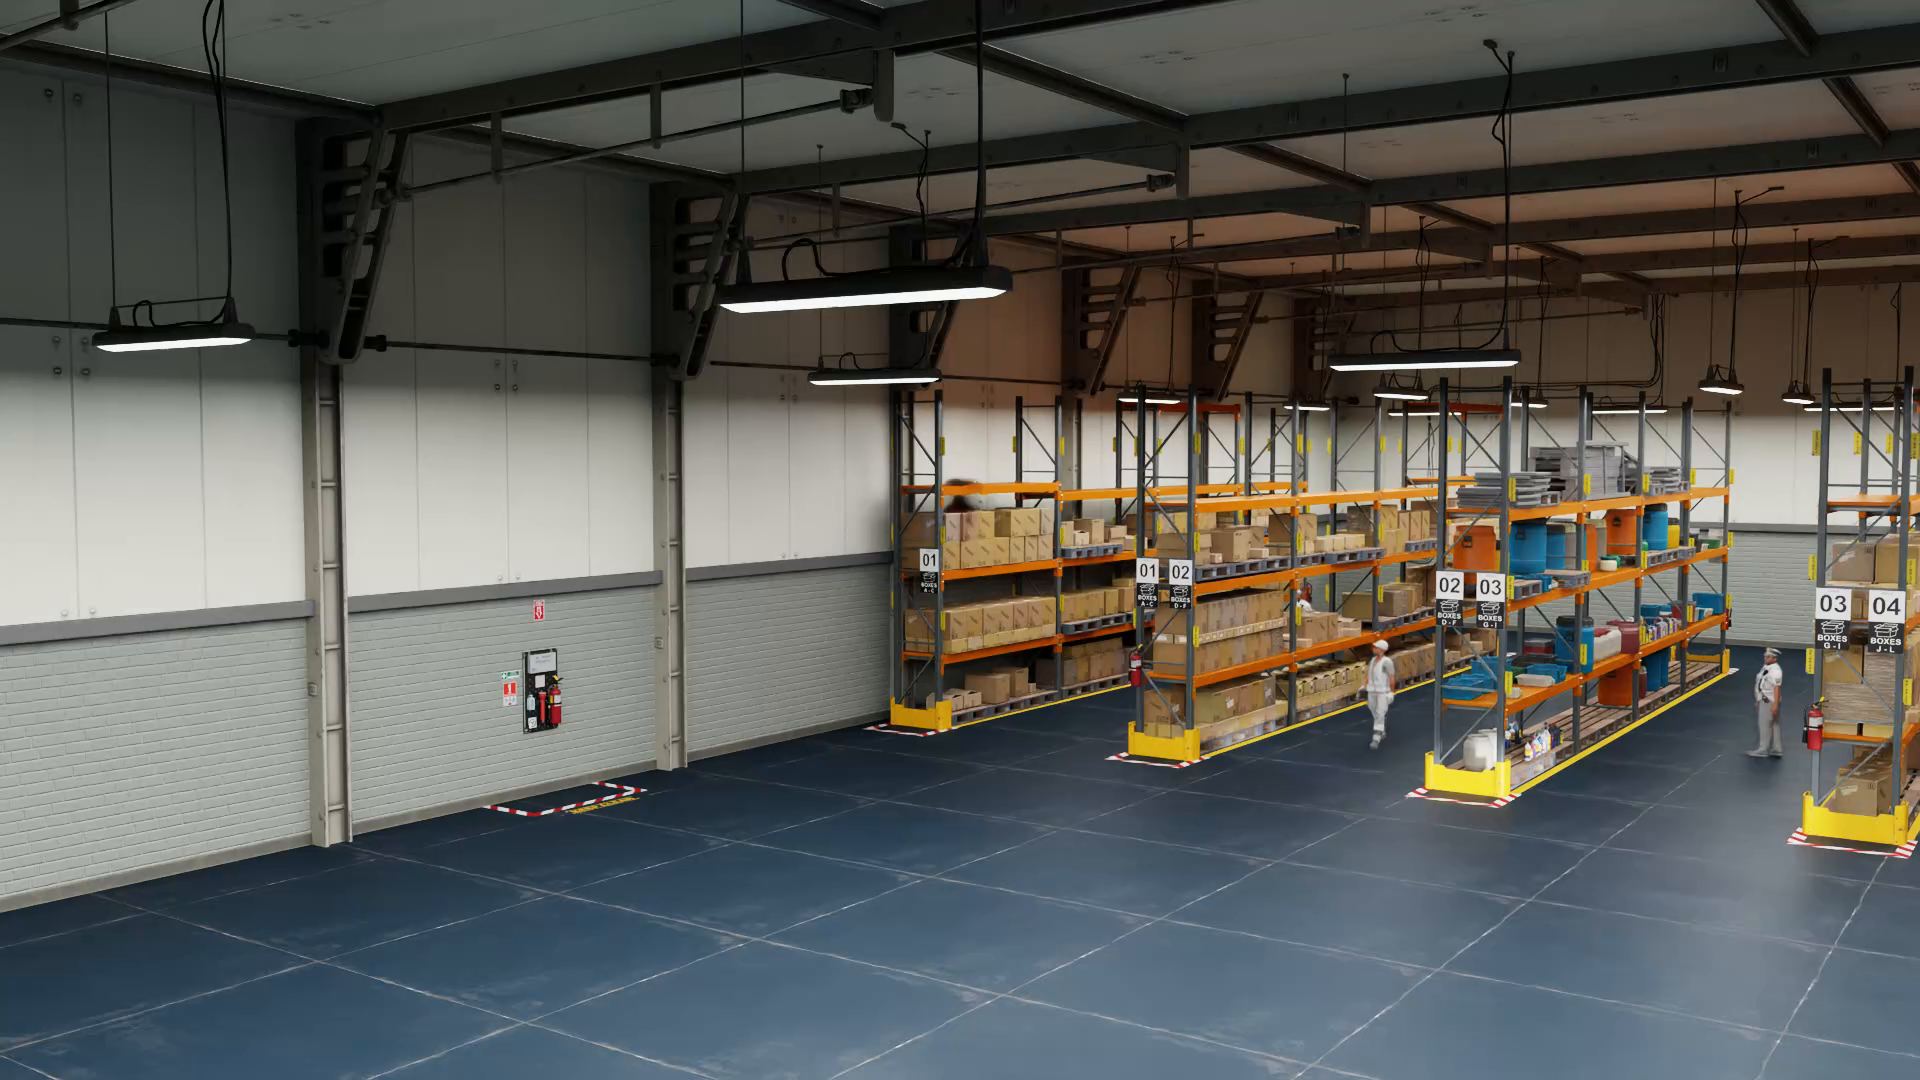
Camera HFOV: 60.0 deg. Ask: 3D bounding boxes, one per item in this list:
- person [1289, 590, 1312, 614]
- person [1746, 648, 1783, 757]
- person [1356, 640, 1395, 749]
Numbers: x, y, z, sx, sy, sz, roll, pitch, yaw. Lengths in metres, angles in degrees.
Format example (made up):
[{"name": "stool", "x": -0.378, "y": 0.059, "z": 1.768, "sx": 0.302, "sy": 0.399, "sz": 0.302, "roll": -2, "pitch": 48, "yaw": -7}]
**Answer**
[{"name": "person", "x": 7.892, "y": 1.973, "z": 38.766, "sx": 0.631, "sy": 1.620, "sz": 1.028, "roll": 2, "pitch": 4, "yaw": 37}, {"name": "person", "x": 13.021, "y": 2.605, "z": 26.856, "sx": 0.524, "sy": 1.763, "sz": 0.537, "roll": 2, "pitch": 4, "yaw": 30}, {"name": "person", "x": 6.953, "y": 2.546, "z": 27.805, "sx": 0.661, "sy": 1.747, "sz": 0.994, "roll": 2, "pitch": 4, "yaw": 34}]
